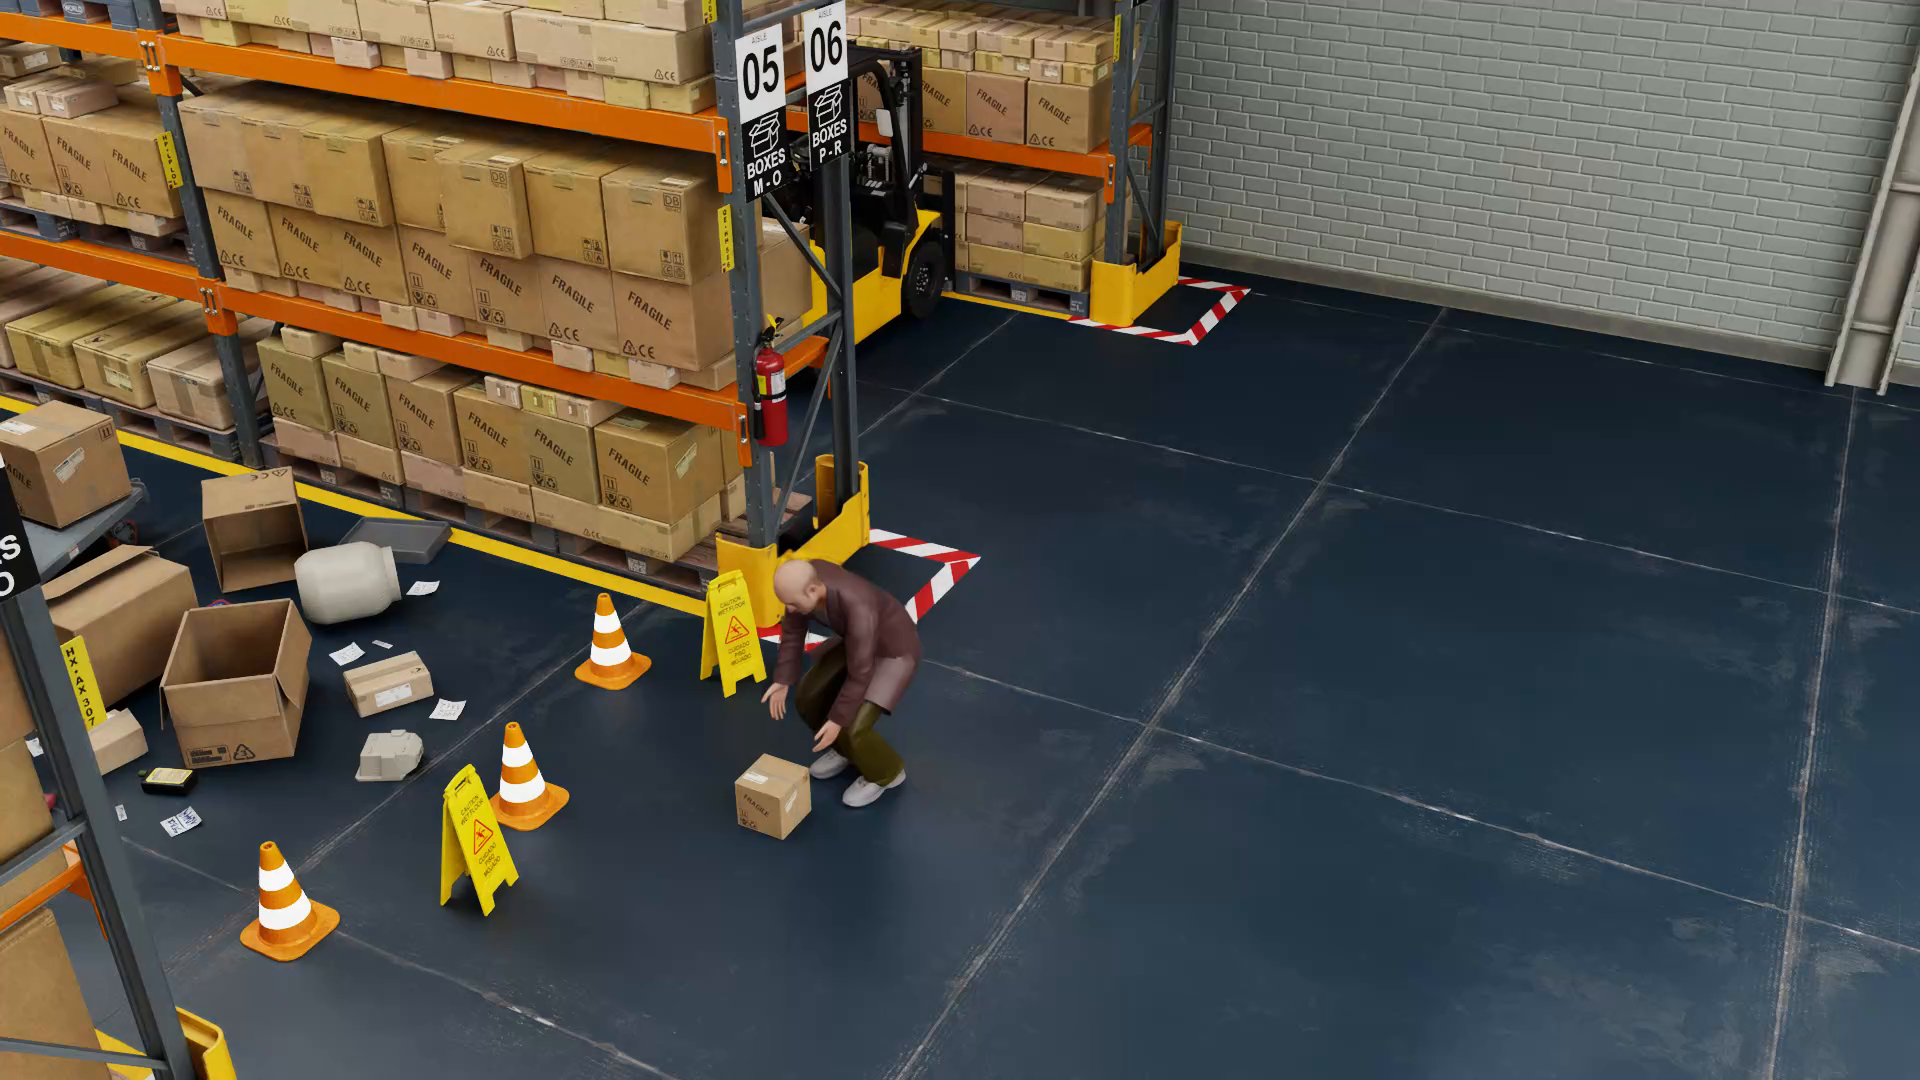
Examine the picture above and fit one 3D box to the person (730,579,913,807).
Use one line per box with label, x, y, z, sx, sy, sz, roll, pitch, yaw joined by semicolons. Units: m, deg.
person;-0.642;0.749;7.702;0.948;1.078;0.581;-23;37;-34
